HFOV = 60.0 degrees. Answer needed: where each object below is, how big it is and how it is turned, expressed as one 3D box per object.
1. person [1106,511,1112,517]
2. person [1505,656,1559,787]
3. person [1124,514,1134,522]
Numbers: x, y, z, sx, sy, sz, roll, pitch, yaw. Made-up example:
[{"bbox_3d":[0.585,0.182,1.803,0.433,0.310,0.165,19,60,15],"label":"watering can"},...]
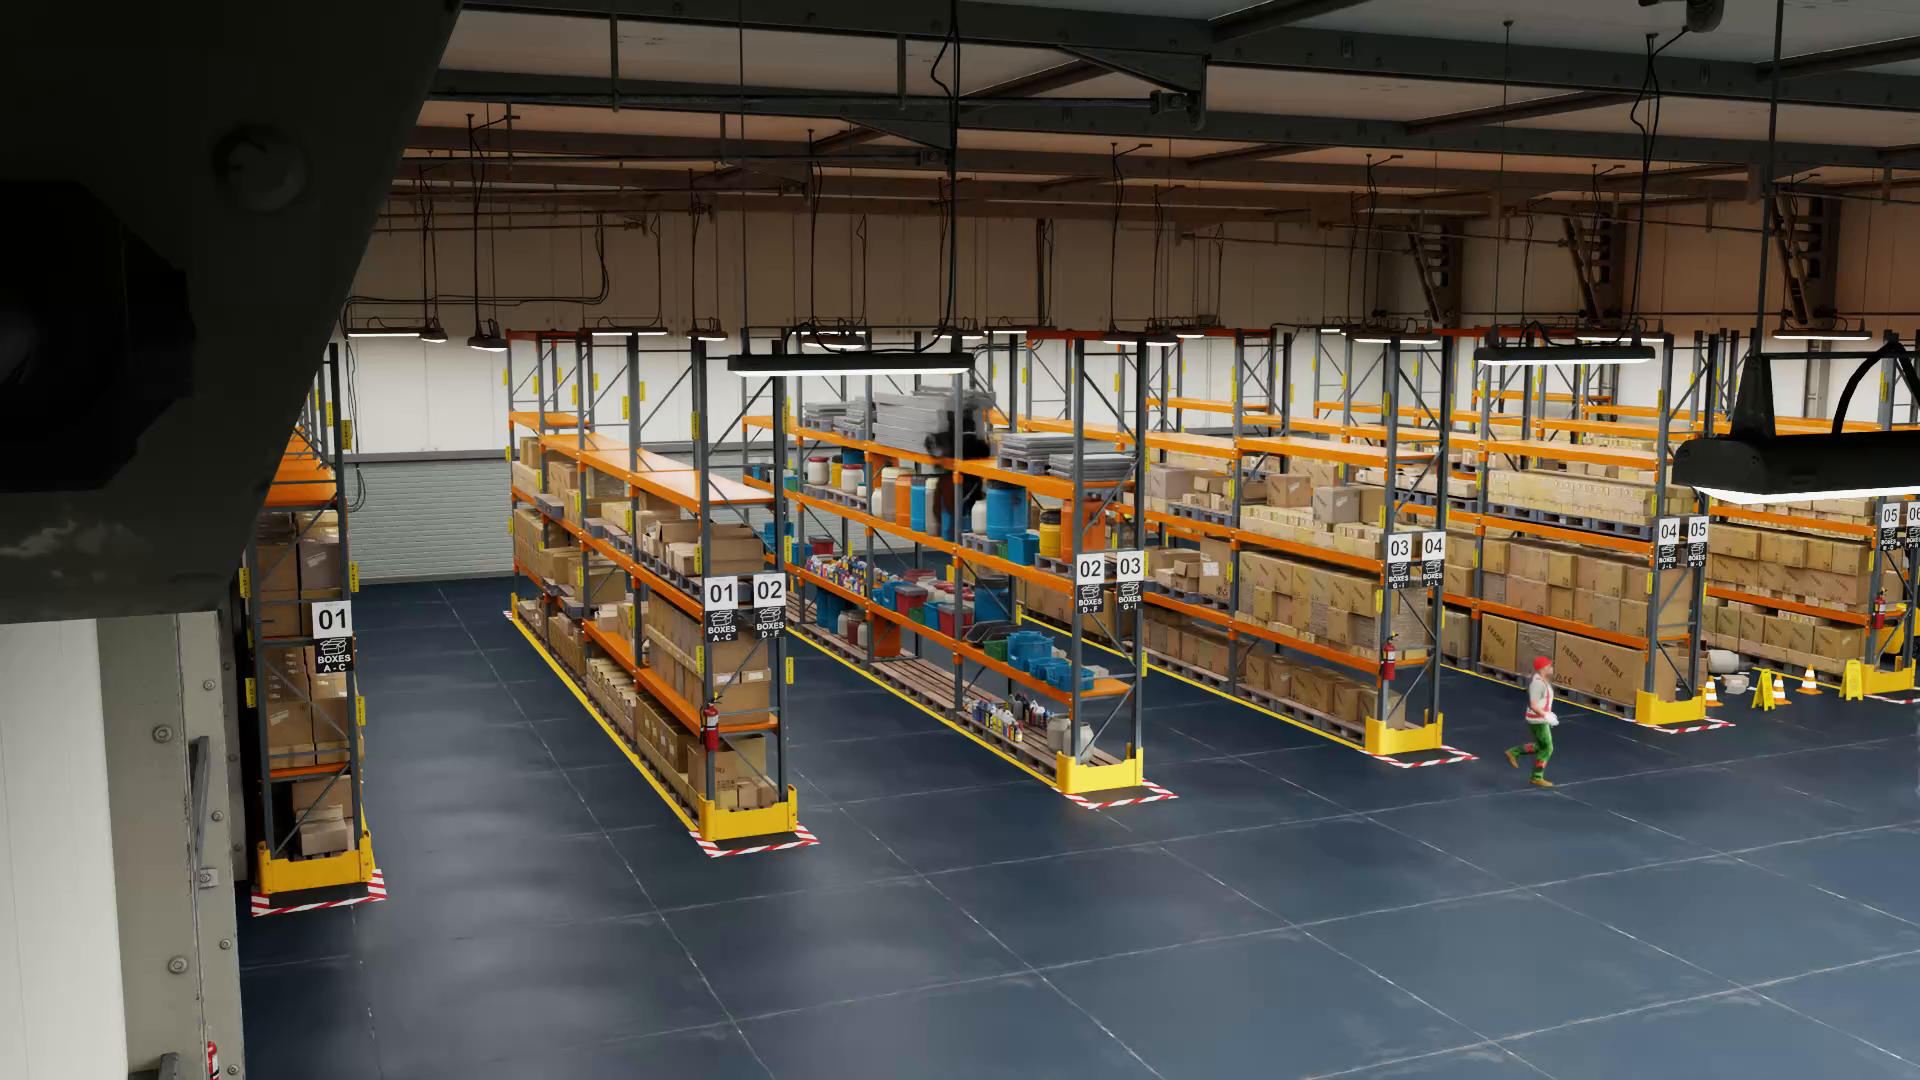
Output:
[{"bbox_3d":[3.385,0.136,39.519,0.761,1.693,0.728,1,8,5],"label":"person"},{"bbox_3d":[7.733,2.427,22.447,0.690,1.765,0.674,3,8,22],"label":"person"},{"bbox_3d":[3.838,0.247,38.396,0.692,1.724,0.594,-3,8,-21],"label":"person"}]
